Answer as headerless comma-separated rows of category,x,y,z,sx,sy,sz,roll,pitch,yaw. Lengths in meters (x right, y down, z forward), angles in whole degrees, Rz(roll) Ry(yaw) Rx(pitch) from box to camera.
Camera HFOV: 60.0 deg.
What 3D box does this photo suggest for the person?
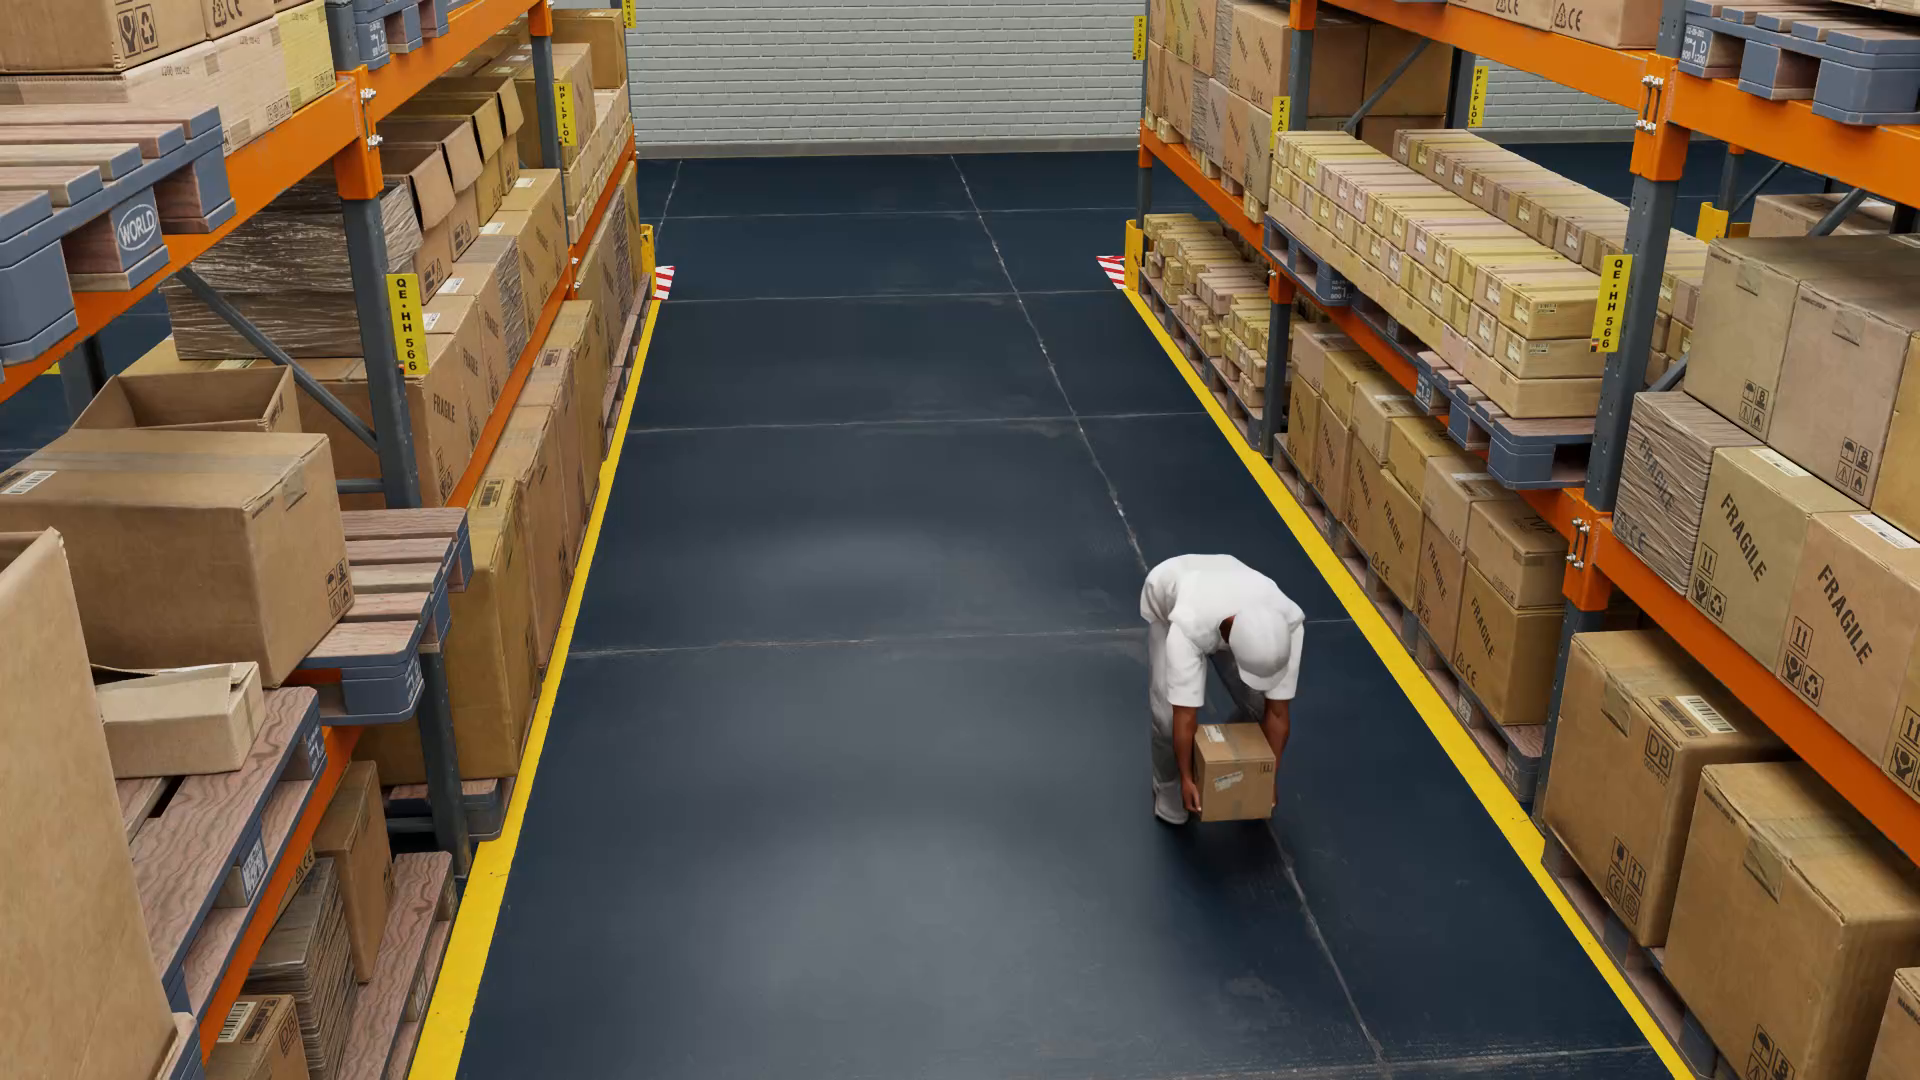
person,0.957,0.578,6.091,0.509,1.088,0.965,-3,24,-8
